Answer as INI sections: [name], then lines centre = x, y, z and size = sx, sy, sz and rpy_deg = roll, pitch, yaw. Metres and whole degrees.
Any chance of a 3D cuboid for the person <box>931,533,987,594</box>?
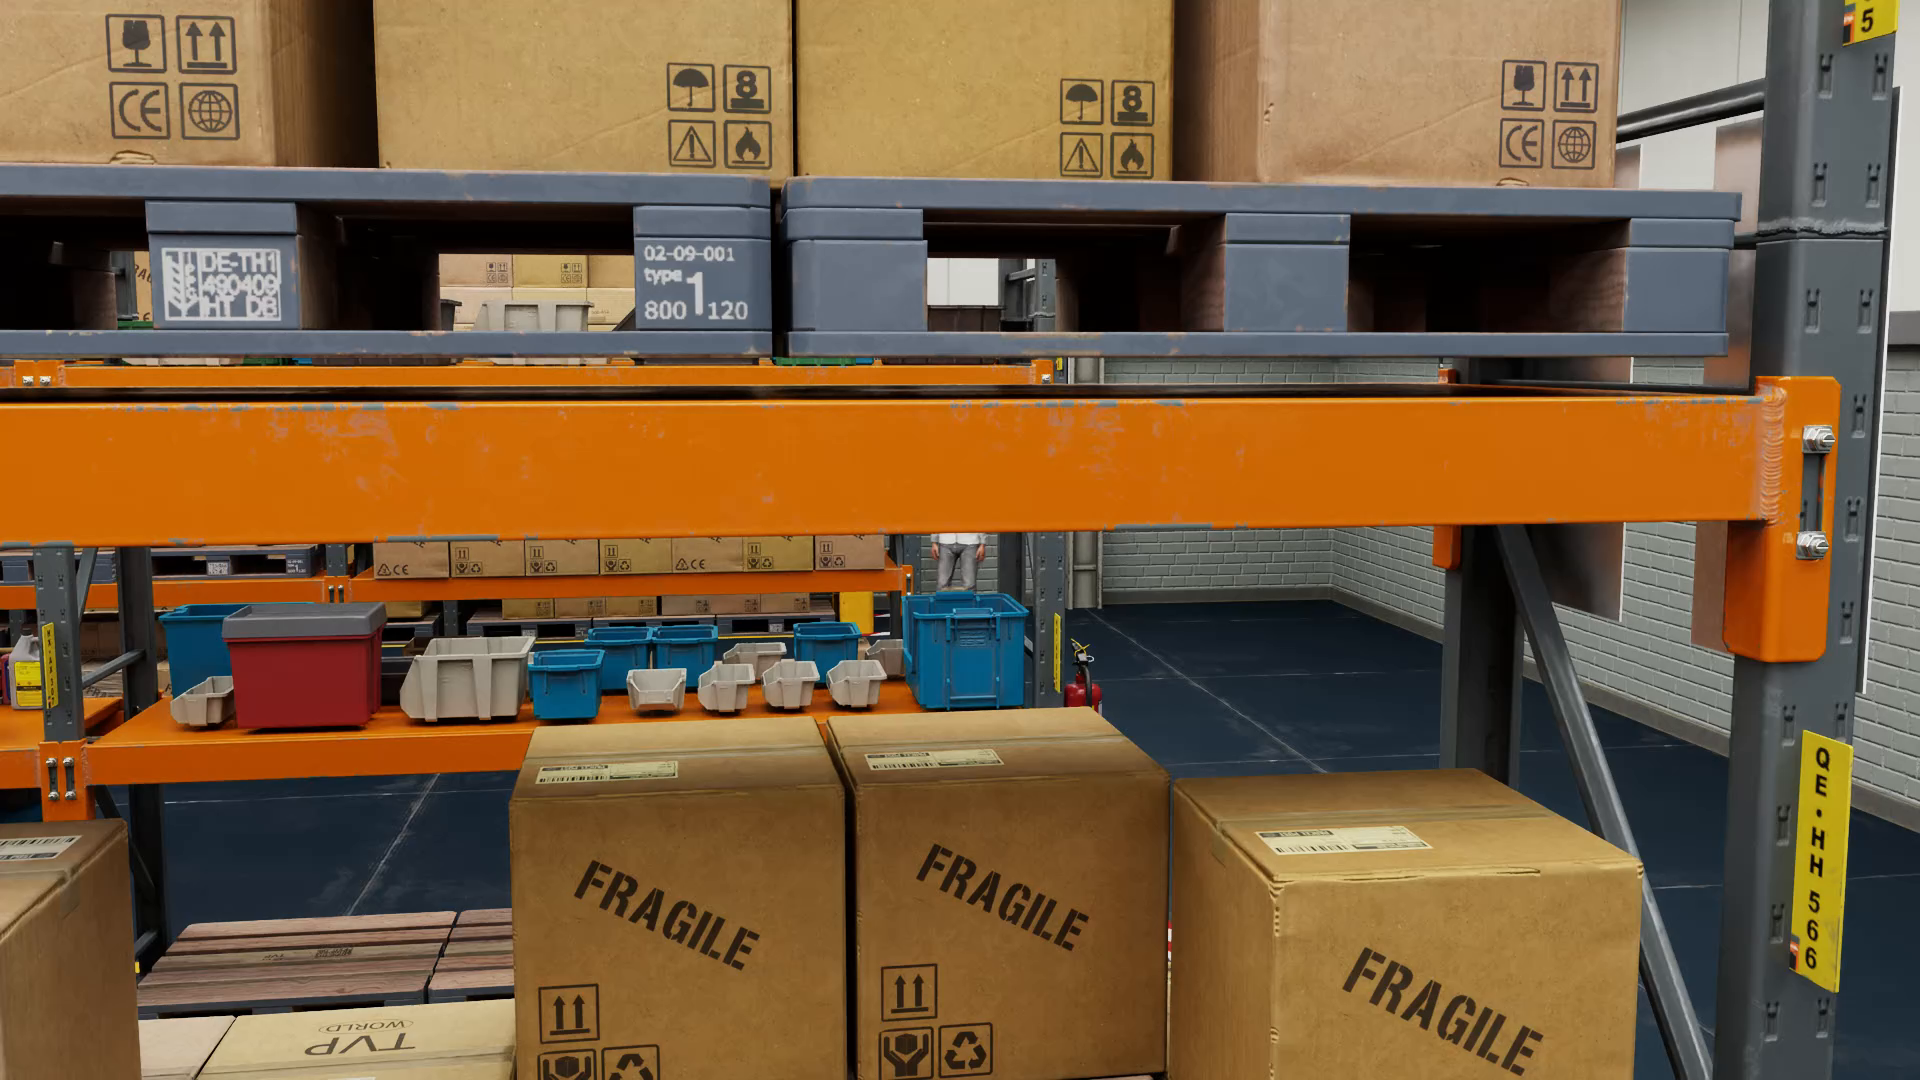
[person]
centre = -0.012, 0.063, 17.040
size = 0.583, 1.770, 0.464
rpy_deg = 1, 7, 9
